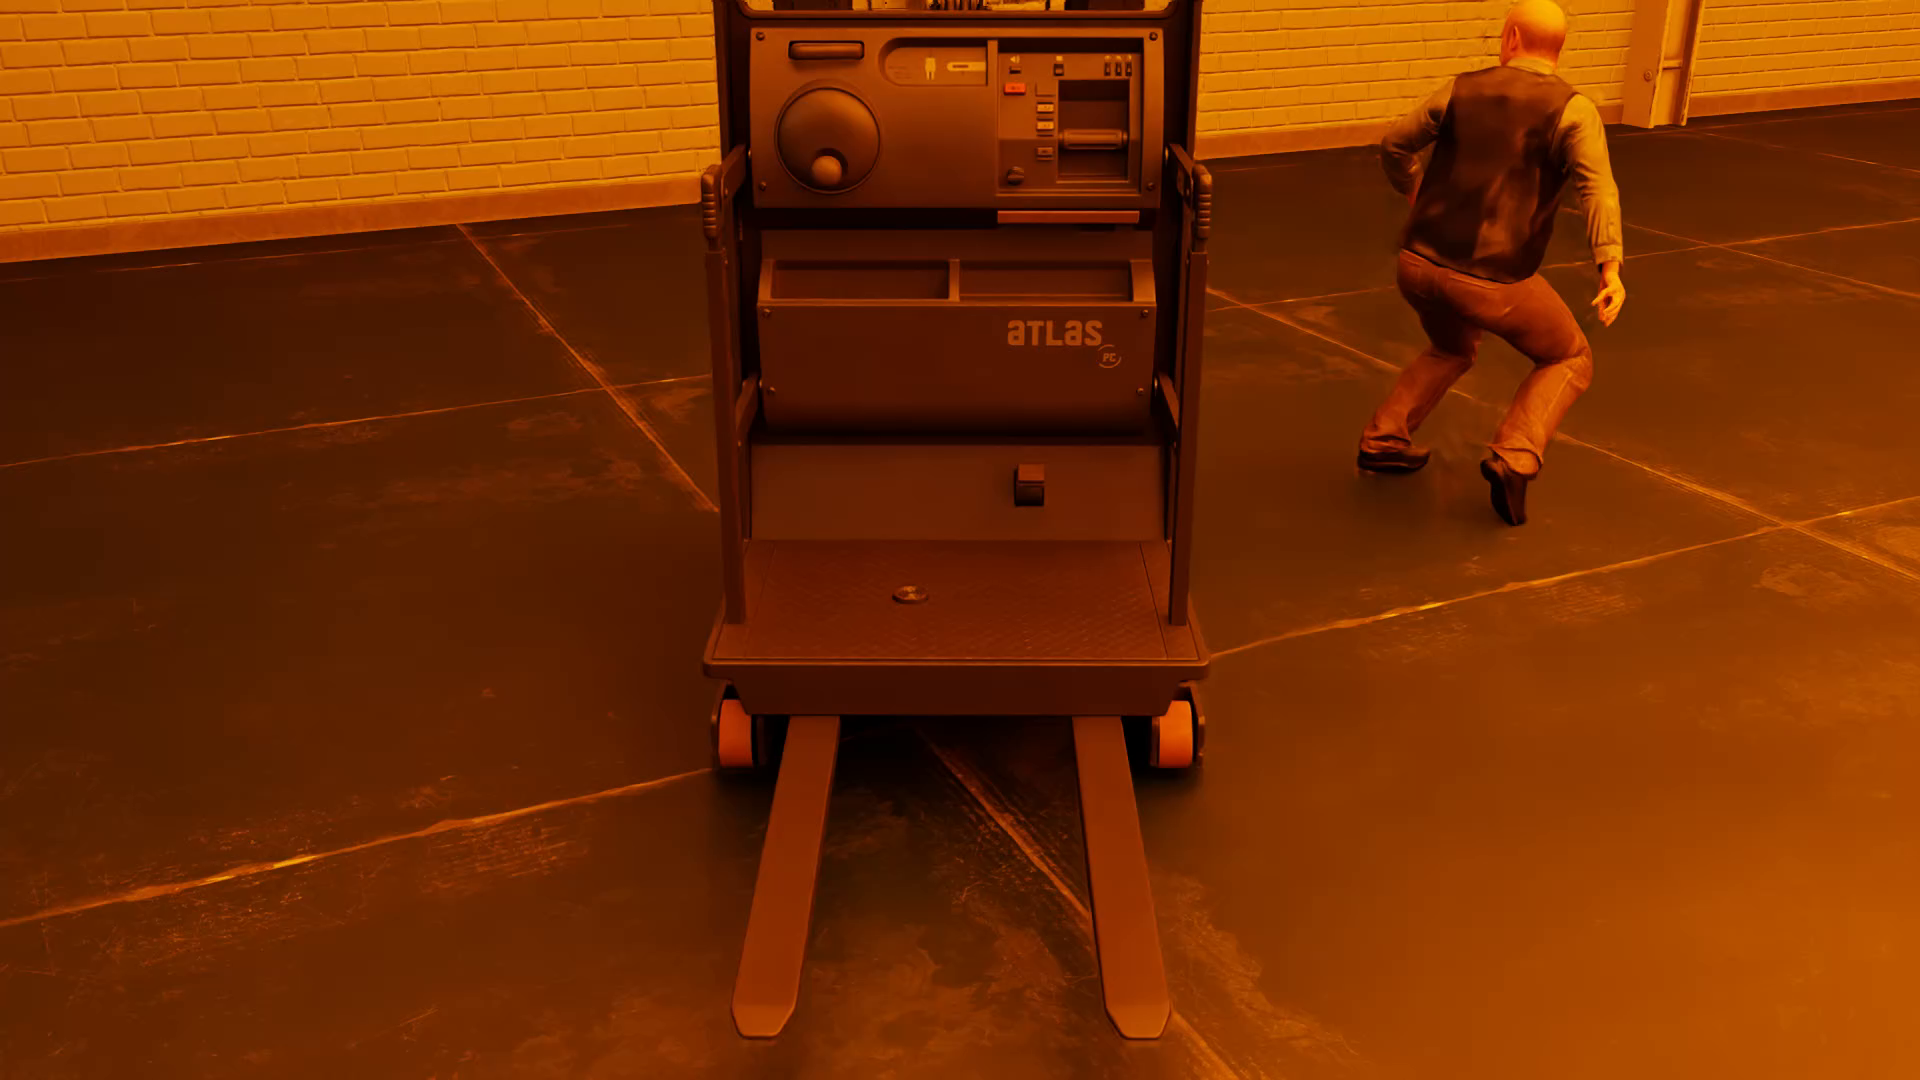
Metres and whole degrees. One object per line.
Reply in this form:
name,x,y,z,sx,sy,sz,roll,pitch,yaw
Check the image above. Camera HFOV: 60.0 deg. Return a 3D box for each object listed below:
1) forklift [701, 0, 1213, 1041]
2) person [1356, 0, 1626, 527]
forklift,-0.007,-0.942,3.553,1.130,2.935,3.031,0,23,0
person,1.692,-0.837,5.194,0.502,1.608,0.967,-17,28,-35
